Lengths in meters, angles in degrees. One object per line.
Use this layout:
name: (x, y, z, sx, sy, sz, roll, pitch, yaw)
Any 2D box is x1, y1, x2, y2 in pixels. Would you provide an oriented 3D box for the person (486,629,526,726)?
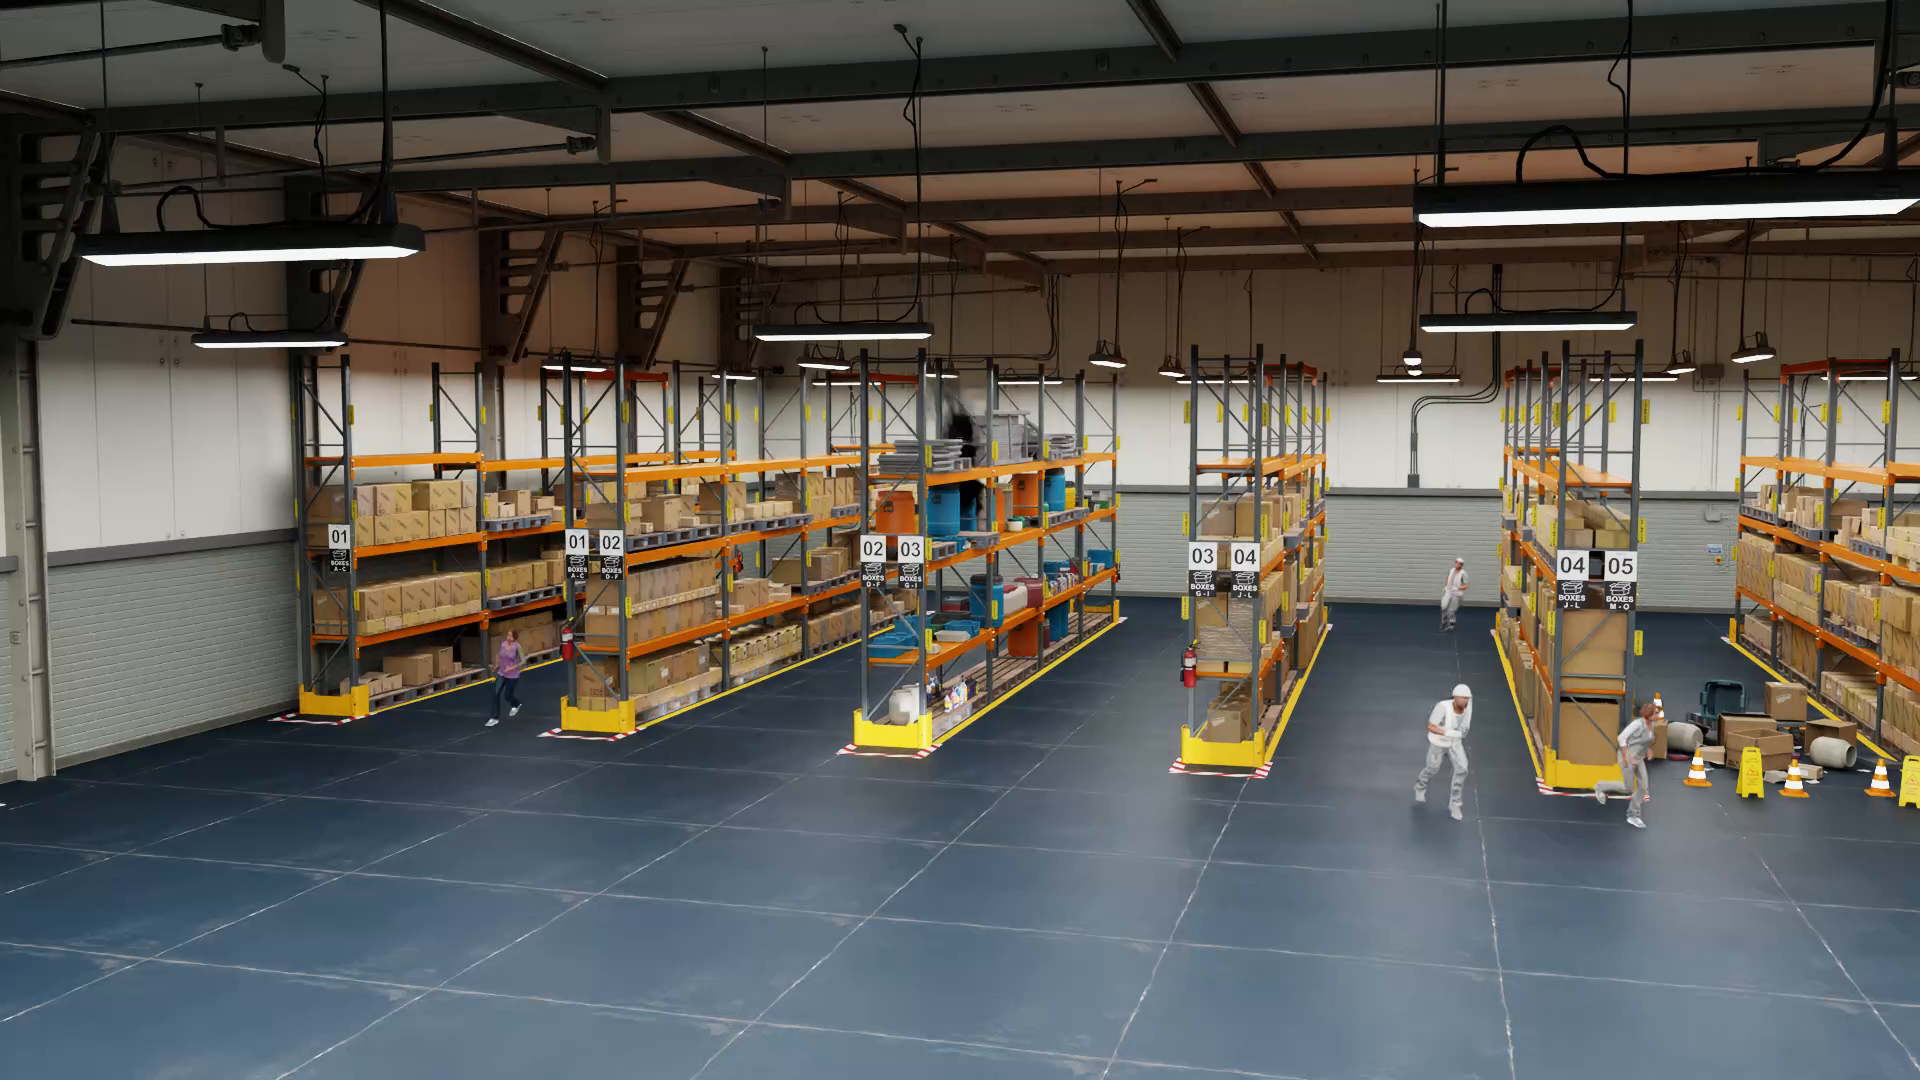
person: (-7.289, 2.202, 26.949, 0.579, 1.560, 0.813, 1, 4, 14)

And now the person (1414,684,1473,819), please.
person: (6.102, 2.621, 20.955, 0.729, 1.726, 1.034, -2, 5, -19)

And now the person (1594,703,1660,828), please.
person: (8.204, 2.727, 20.467, 0.538, 1.547, 0.810, -4, 6, -41)

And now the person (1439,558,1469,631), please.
person: (11.321, 1.259, 38.151, 0.696, 1.715, 0.647, 4, 6, 41)
